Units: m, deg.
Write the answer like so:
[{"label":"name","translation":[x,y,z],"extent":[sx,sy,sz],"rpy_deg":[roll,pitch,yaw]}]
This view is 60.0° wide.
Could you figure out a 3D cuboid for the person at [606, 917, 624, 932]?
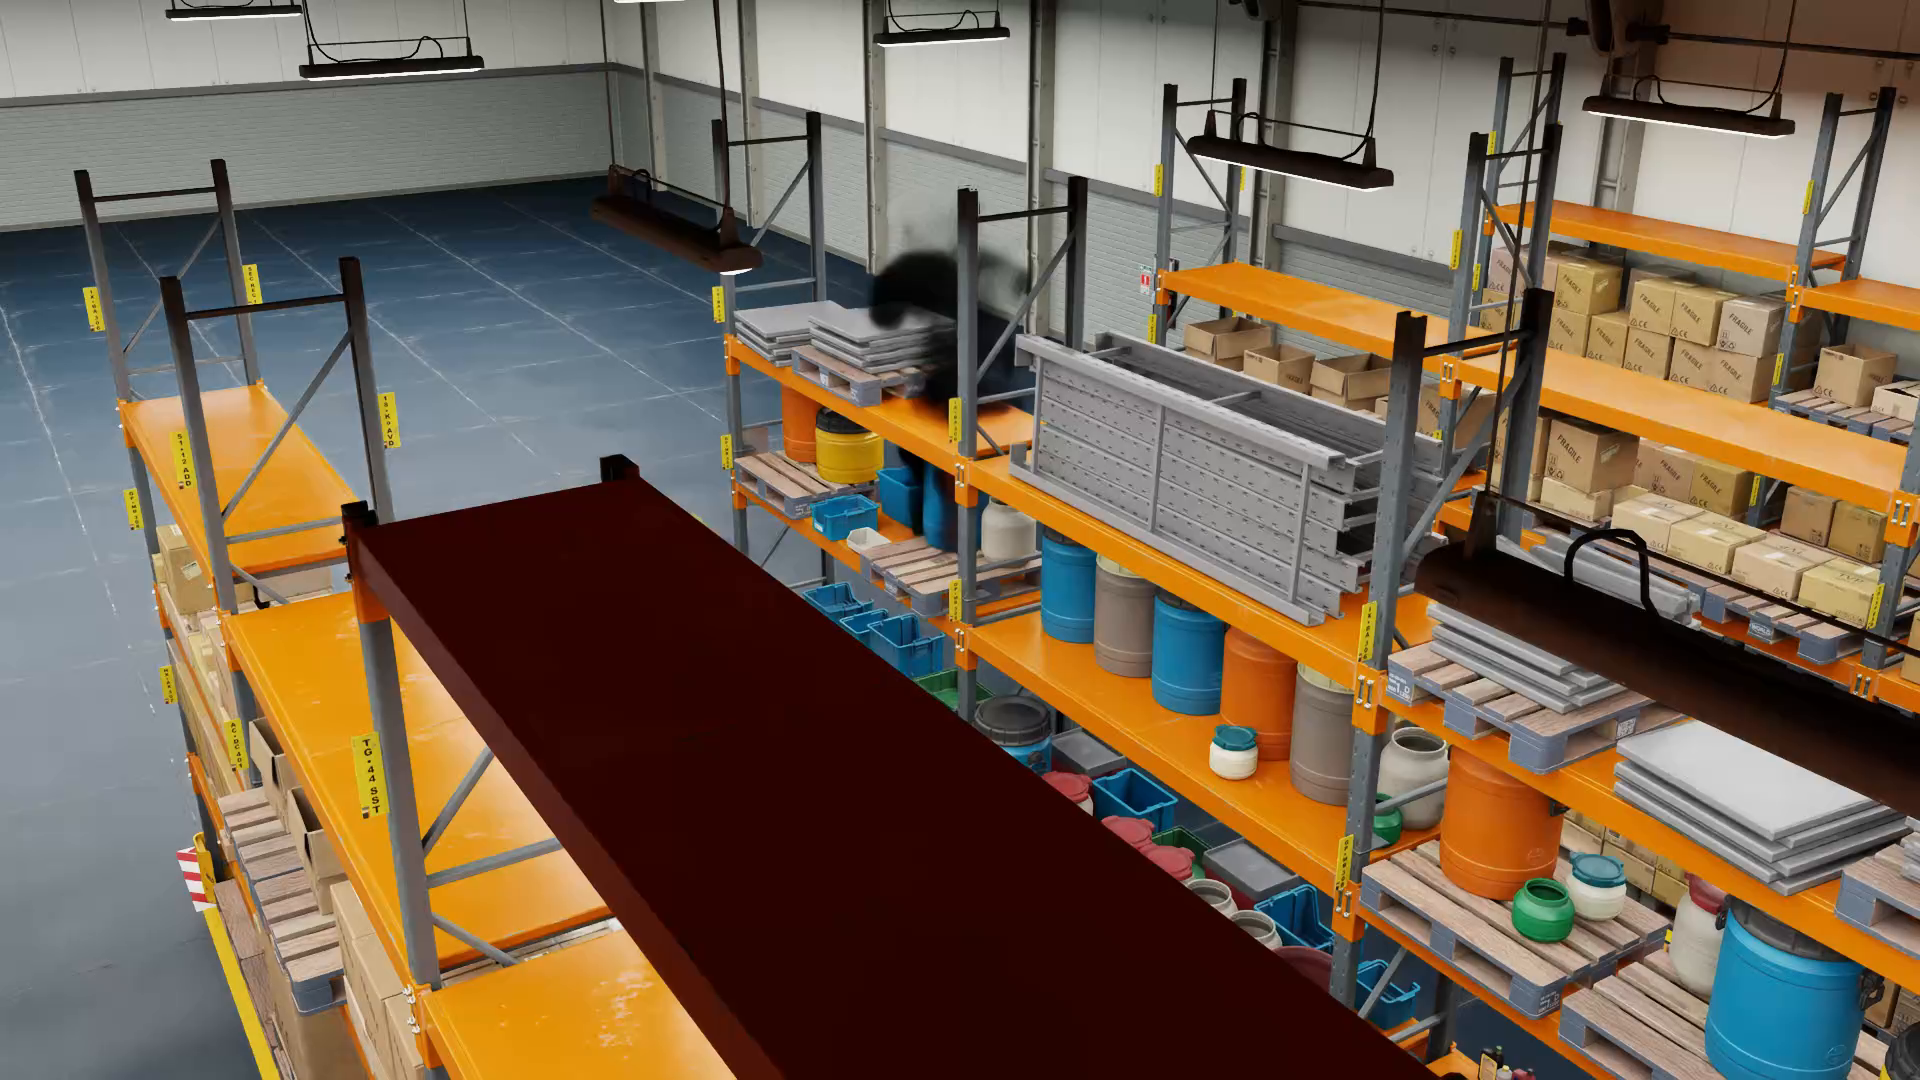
[{"label":"person","translation":[-2.480,3.046,11.429],"extent":[0.687,1.733,1.004],"rpy_deg":[-14,26,-31]}]
